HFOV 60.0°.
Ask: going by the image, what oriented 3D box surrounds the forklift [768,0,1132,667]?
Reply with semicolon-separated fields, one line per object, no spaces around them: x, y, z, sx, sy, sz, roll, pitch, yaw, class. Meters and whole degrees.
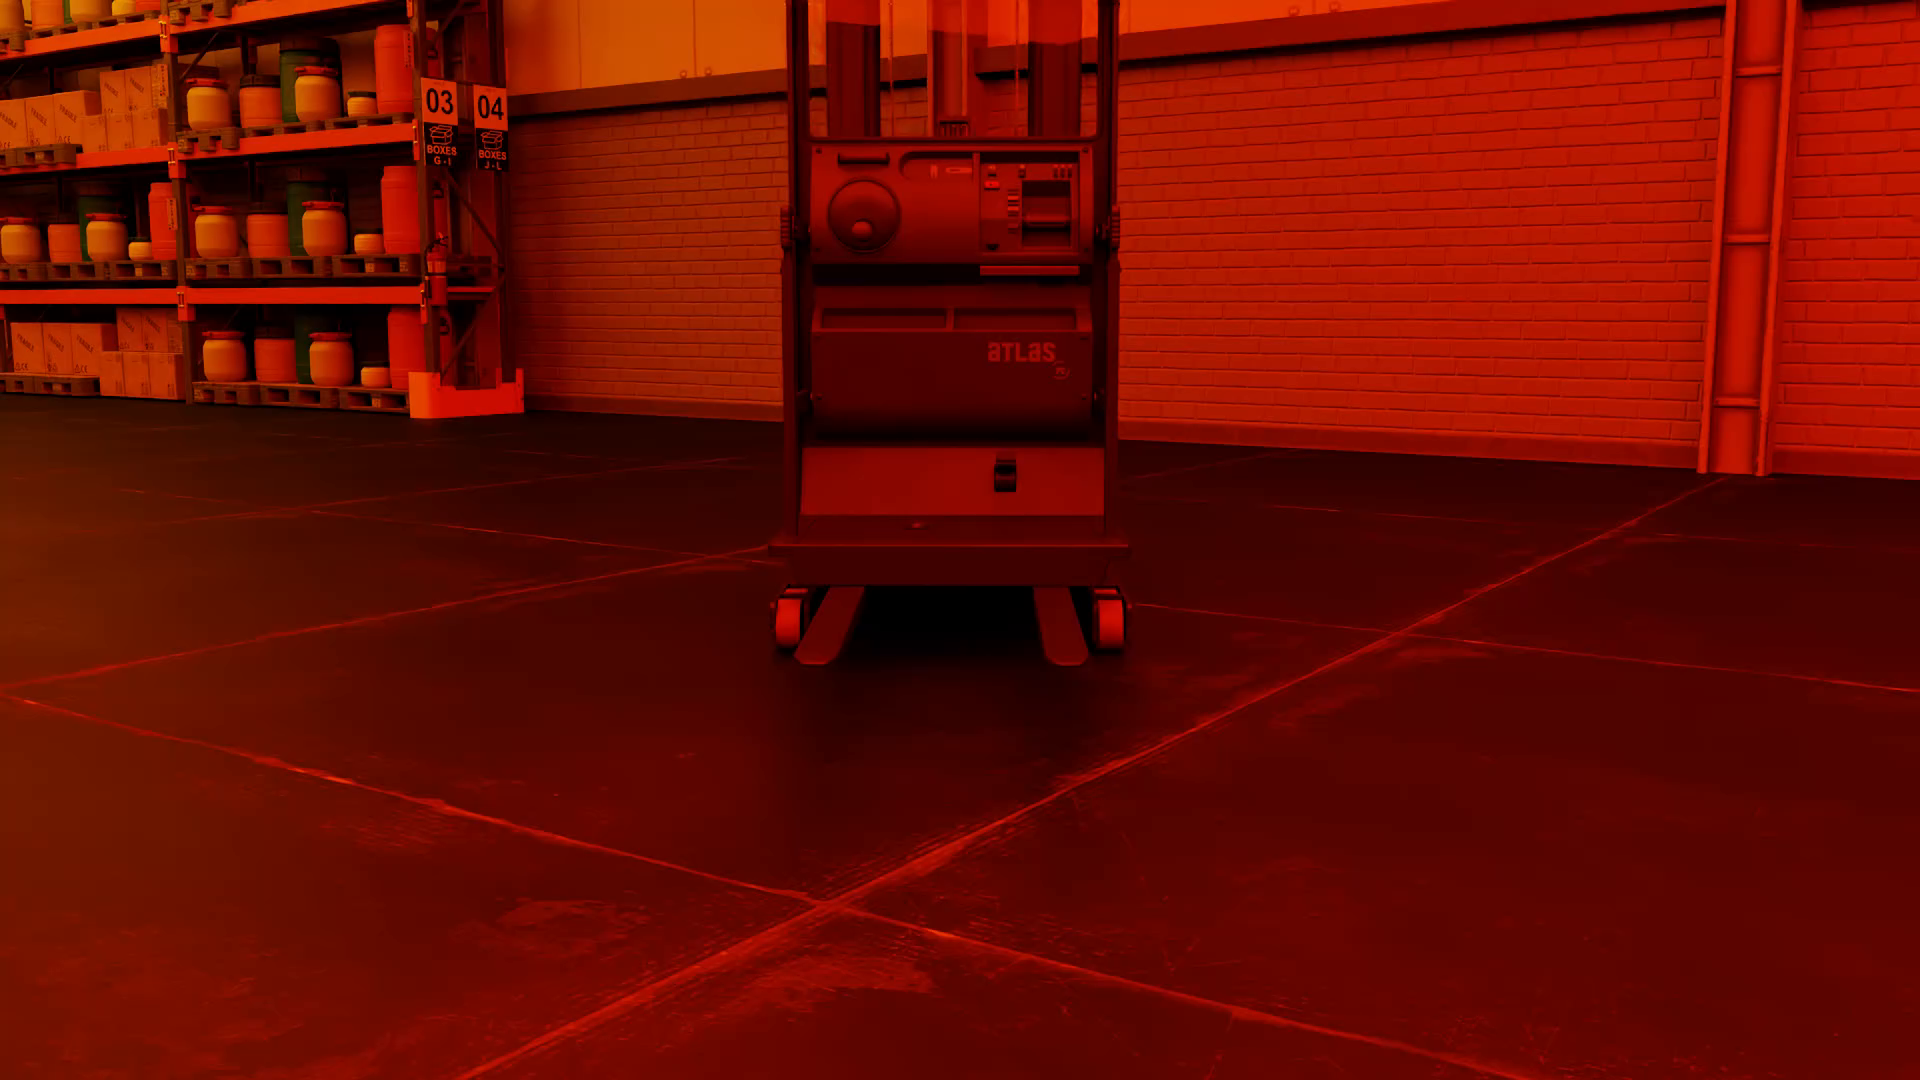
-0.027;-1.149;5.273;1.130;2.935;3.031;0;8;1;forklift
